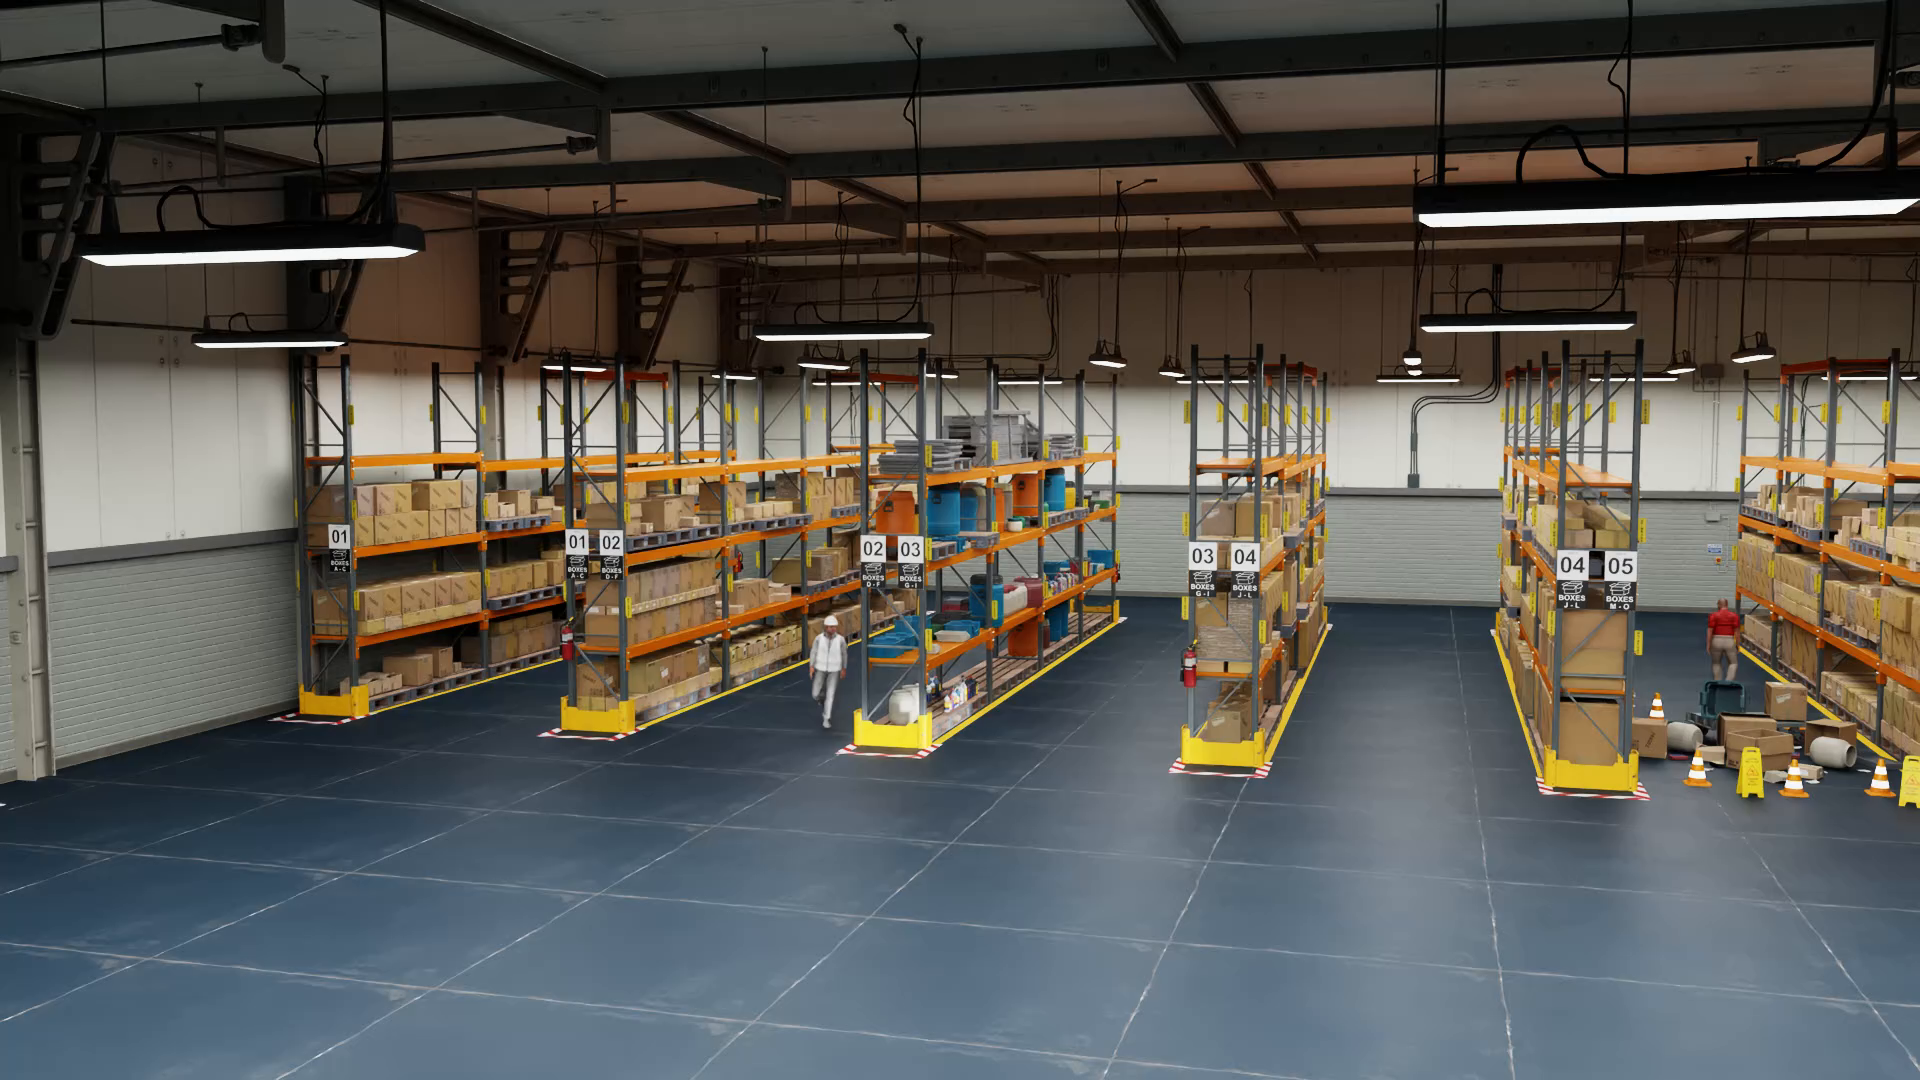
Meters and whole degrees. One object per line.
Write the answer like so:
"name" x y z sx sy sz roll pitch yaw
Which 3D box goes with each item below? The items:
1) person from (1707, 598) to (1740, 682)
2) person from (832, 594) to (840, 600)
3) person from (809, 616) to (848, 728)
"person" 13.760 1.901 29.957 0.579 1.723 0.565 1 4 17
"person" -3.160 1.026 41.822 0.560 1.671 0.436 2 5 19
"person" -2.133 2.121 26.985 0.612 1.769 0.767 0 4 -3
